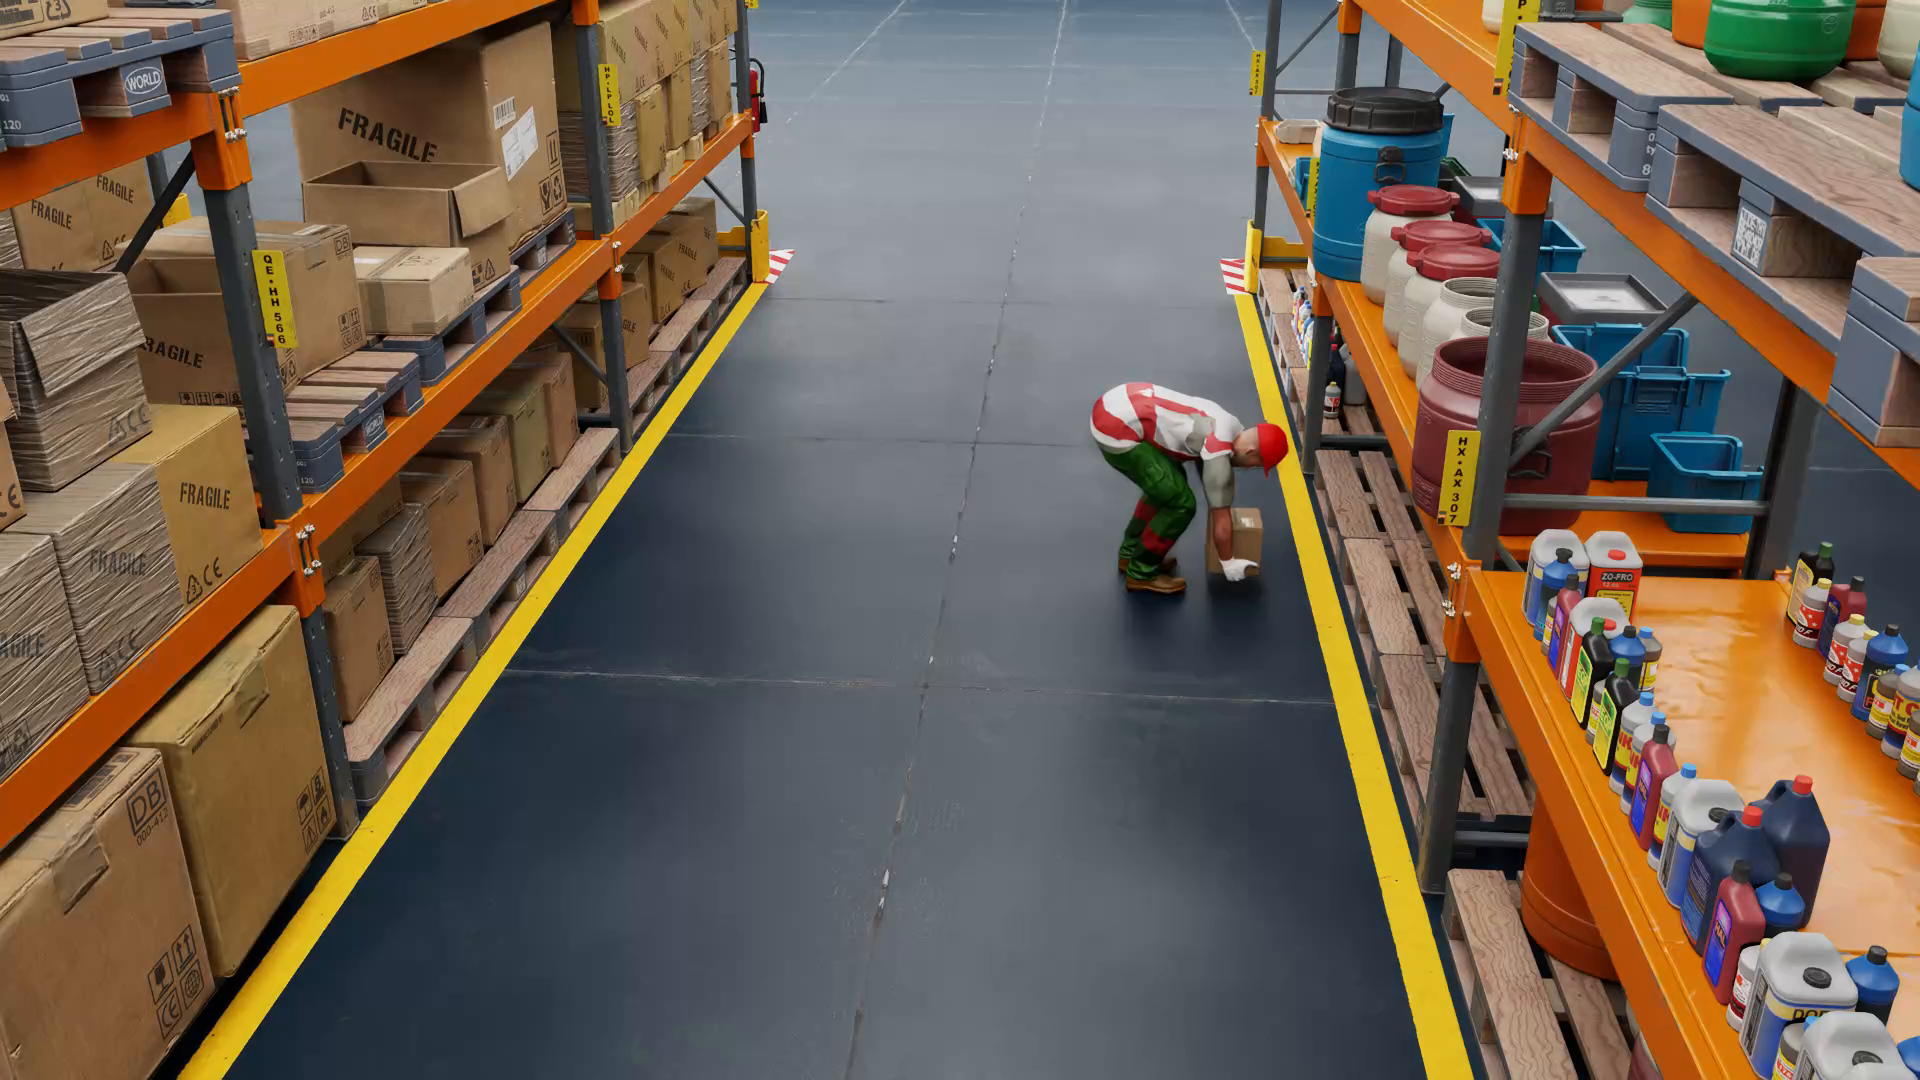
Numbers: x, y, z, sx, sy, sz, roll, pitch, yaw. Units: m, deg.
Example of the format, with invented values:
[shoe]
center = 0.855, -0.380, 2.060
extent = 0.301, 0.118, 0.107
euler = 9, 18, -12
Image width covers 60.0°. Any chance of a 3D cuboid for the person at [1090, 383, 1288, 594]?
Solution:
[person]
center = 1.099, -0.263, 8.096
extent = 0.953, 1.011, 0.522
euler = 1, 24, 1
